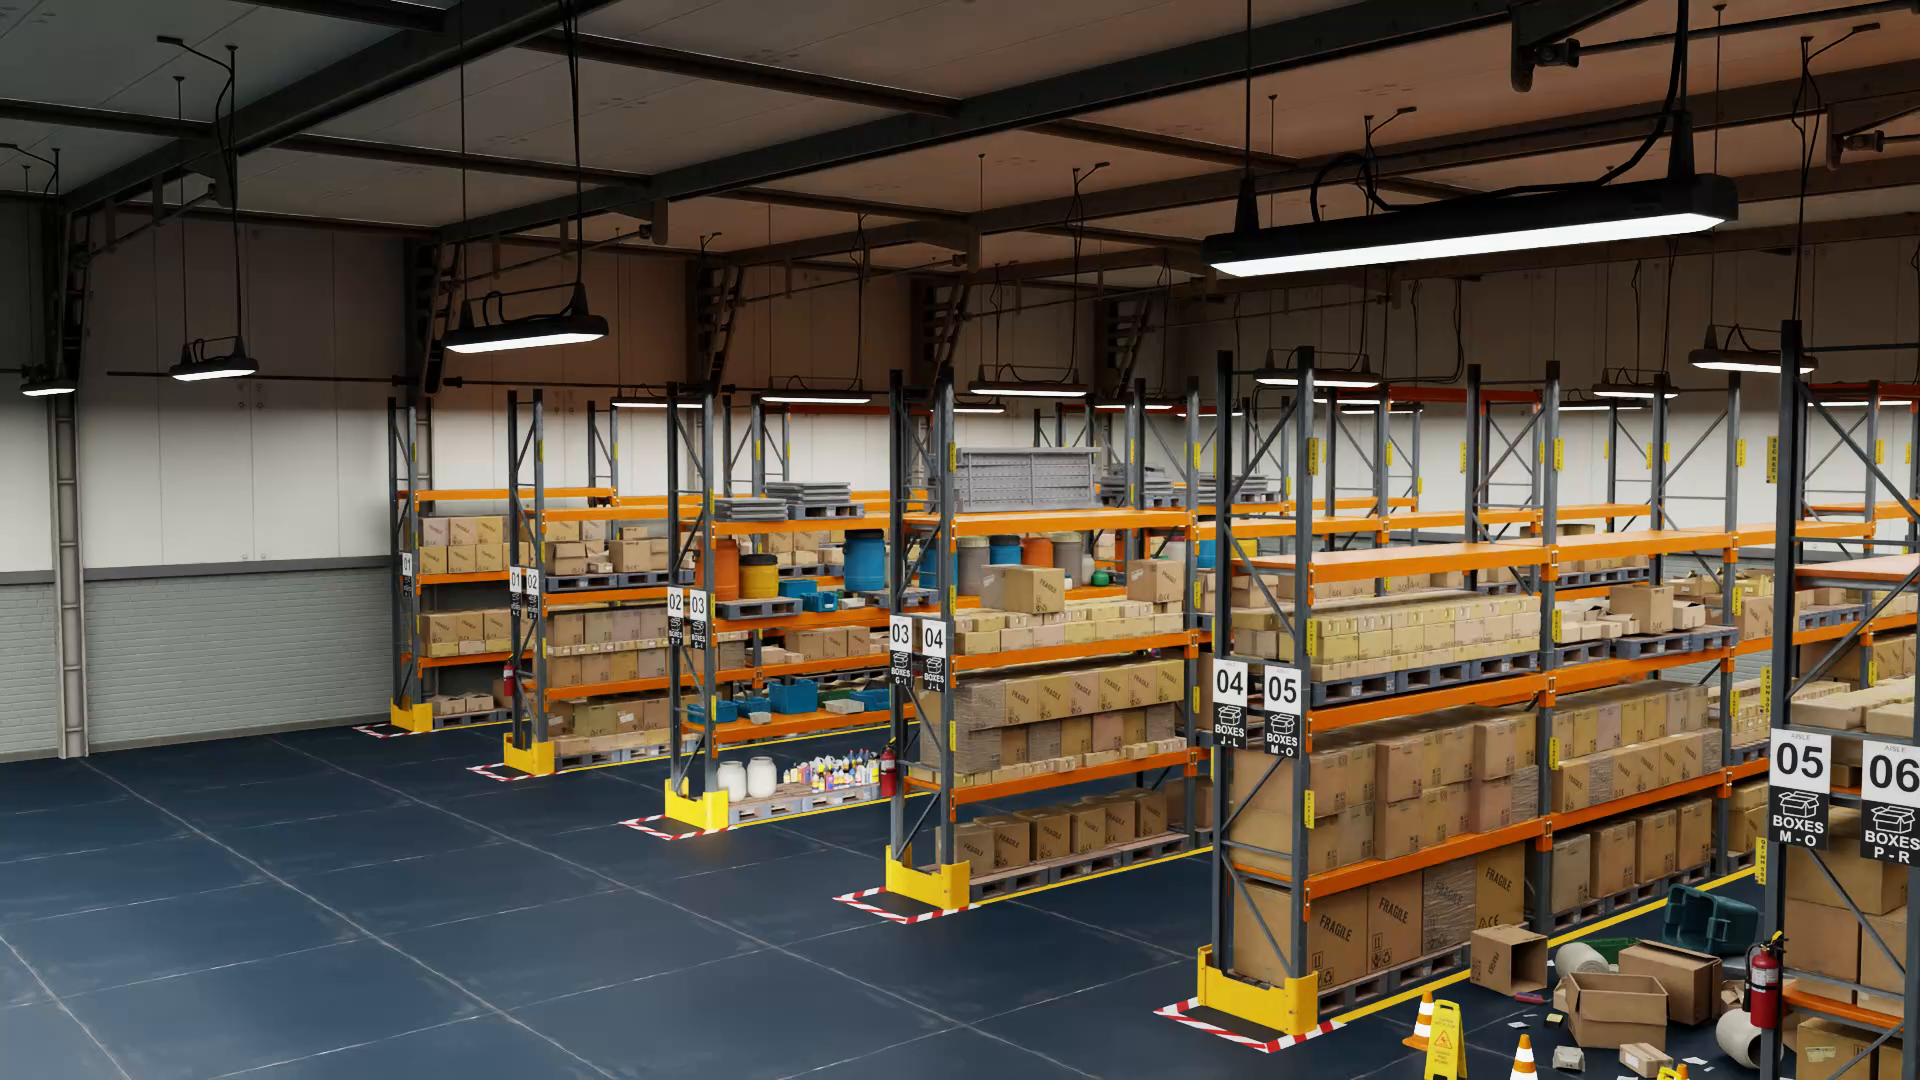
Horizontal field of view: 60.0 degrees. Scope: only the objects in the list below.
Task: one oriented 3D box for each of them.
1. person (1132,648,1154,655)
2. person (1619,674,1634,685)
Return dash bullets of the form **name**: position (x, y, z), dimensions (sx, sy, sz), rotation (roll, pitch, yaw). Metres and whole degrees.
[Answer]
- **person**: position (3.335, 2.519, 30.387), dimensions (0.609, 1.787, 0.403), rotation (1, 4, 24)
- **person**: position (10.632, 2.827, 26.106), dimensions (0.709, 1.637, 0.717), rotation (-2, 4, -31)
